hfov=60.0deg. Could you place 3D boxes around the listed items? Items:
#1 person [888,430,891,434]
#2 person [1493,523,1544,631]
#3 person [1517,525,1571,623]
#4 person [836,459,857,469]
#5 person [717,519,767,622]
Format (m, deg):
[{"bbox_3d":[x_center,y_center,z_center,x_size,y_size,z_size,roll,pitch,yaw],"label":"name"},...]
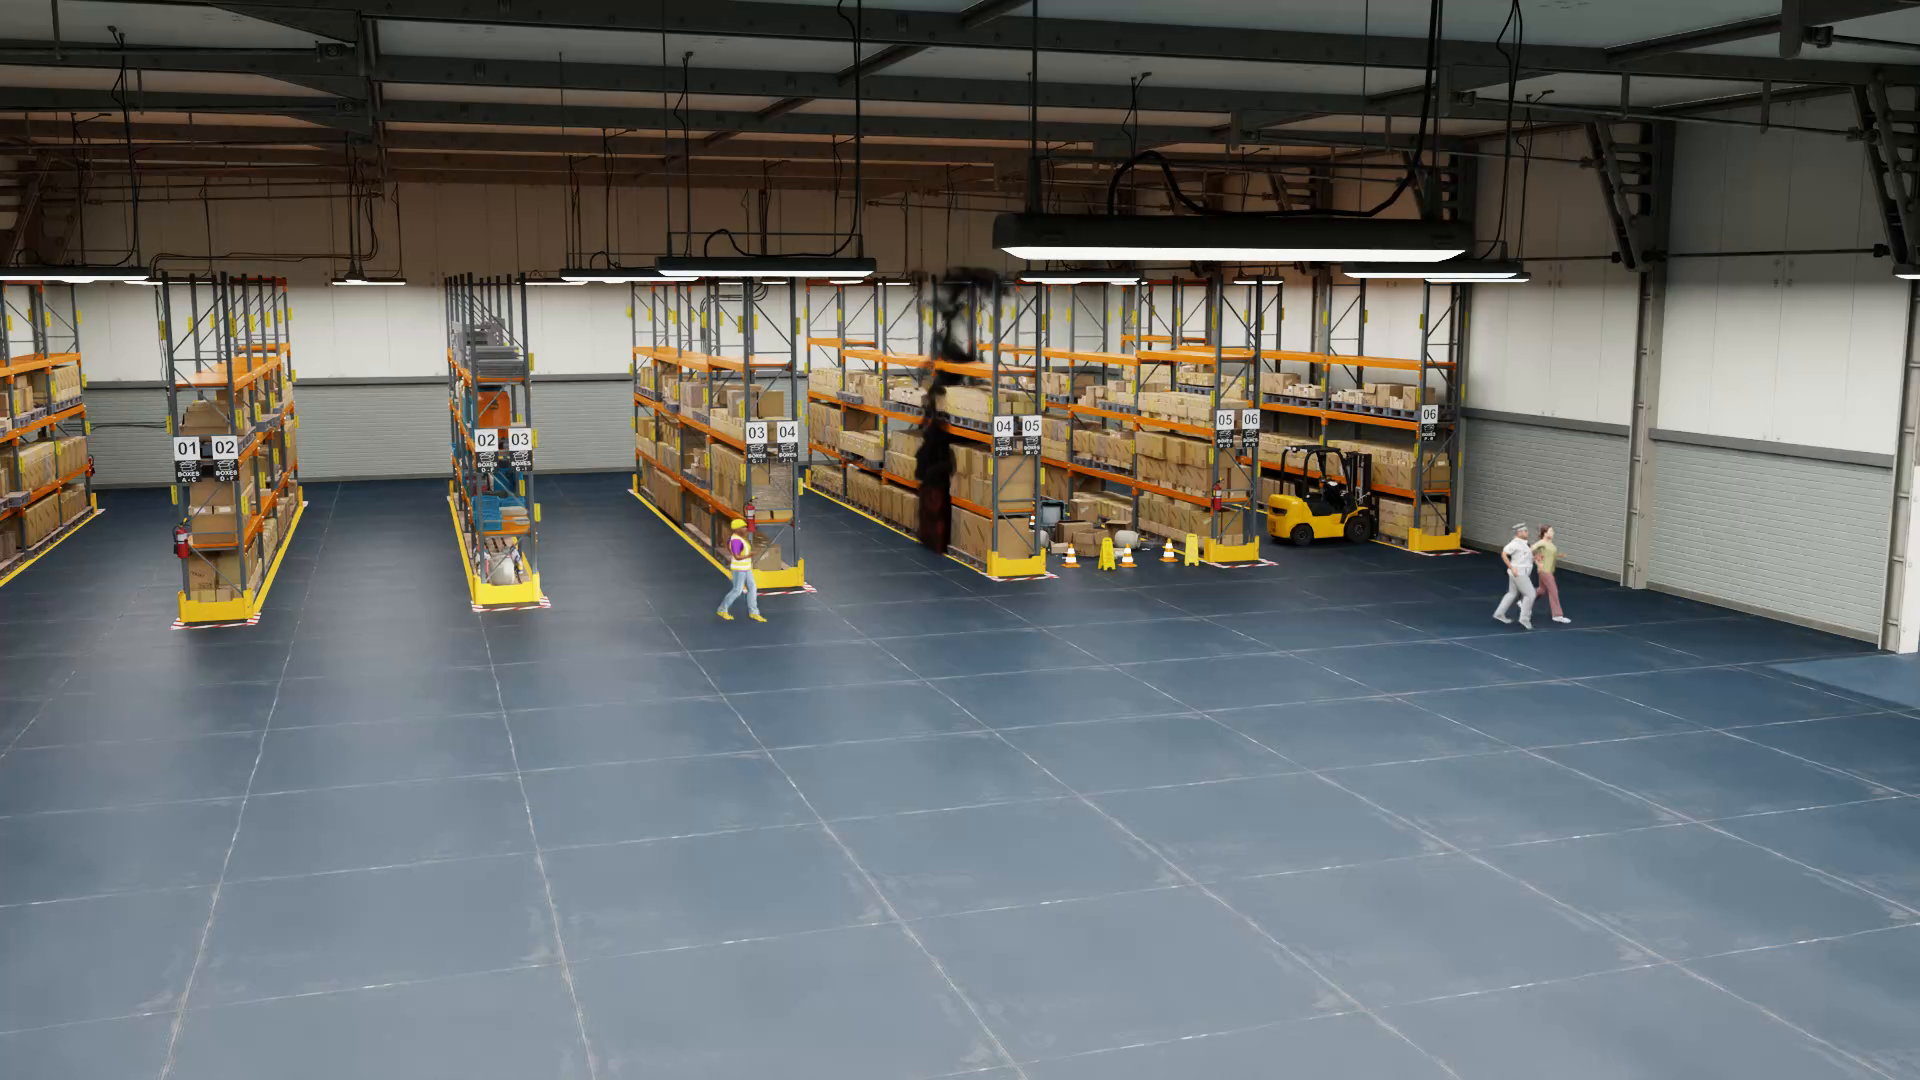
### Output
[{"bbox_3d":[-1.886,-2.197,46.833,0.593,1.811,0.868,-4,9,-24],"label":"person"},{"bbox_3d":[9.487,0.616,28.197,0.770,1.851,0.633,3,9,20],"label":"person"},{"bbox_3d":[10.114,0.554,28.723,0.969,1.655,0.574,6,11,37],"label":"person"},{"bbox_3d":[-3.493,-2.639,49.812,0.781,1.714,0.733,6,11,35],"label":"person"},{"bbox_3d":[-3.773,0.537,28.574,0.844,1.808,0.683,1,9,7],"label":"person"}]
